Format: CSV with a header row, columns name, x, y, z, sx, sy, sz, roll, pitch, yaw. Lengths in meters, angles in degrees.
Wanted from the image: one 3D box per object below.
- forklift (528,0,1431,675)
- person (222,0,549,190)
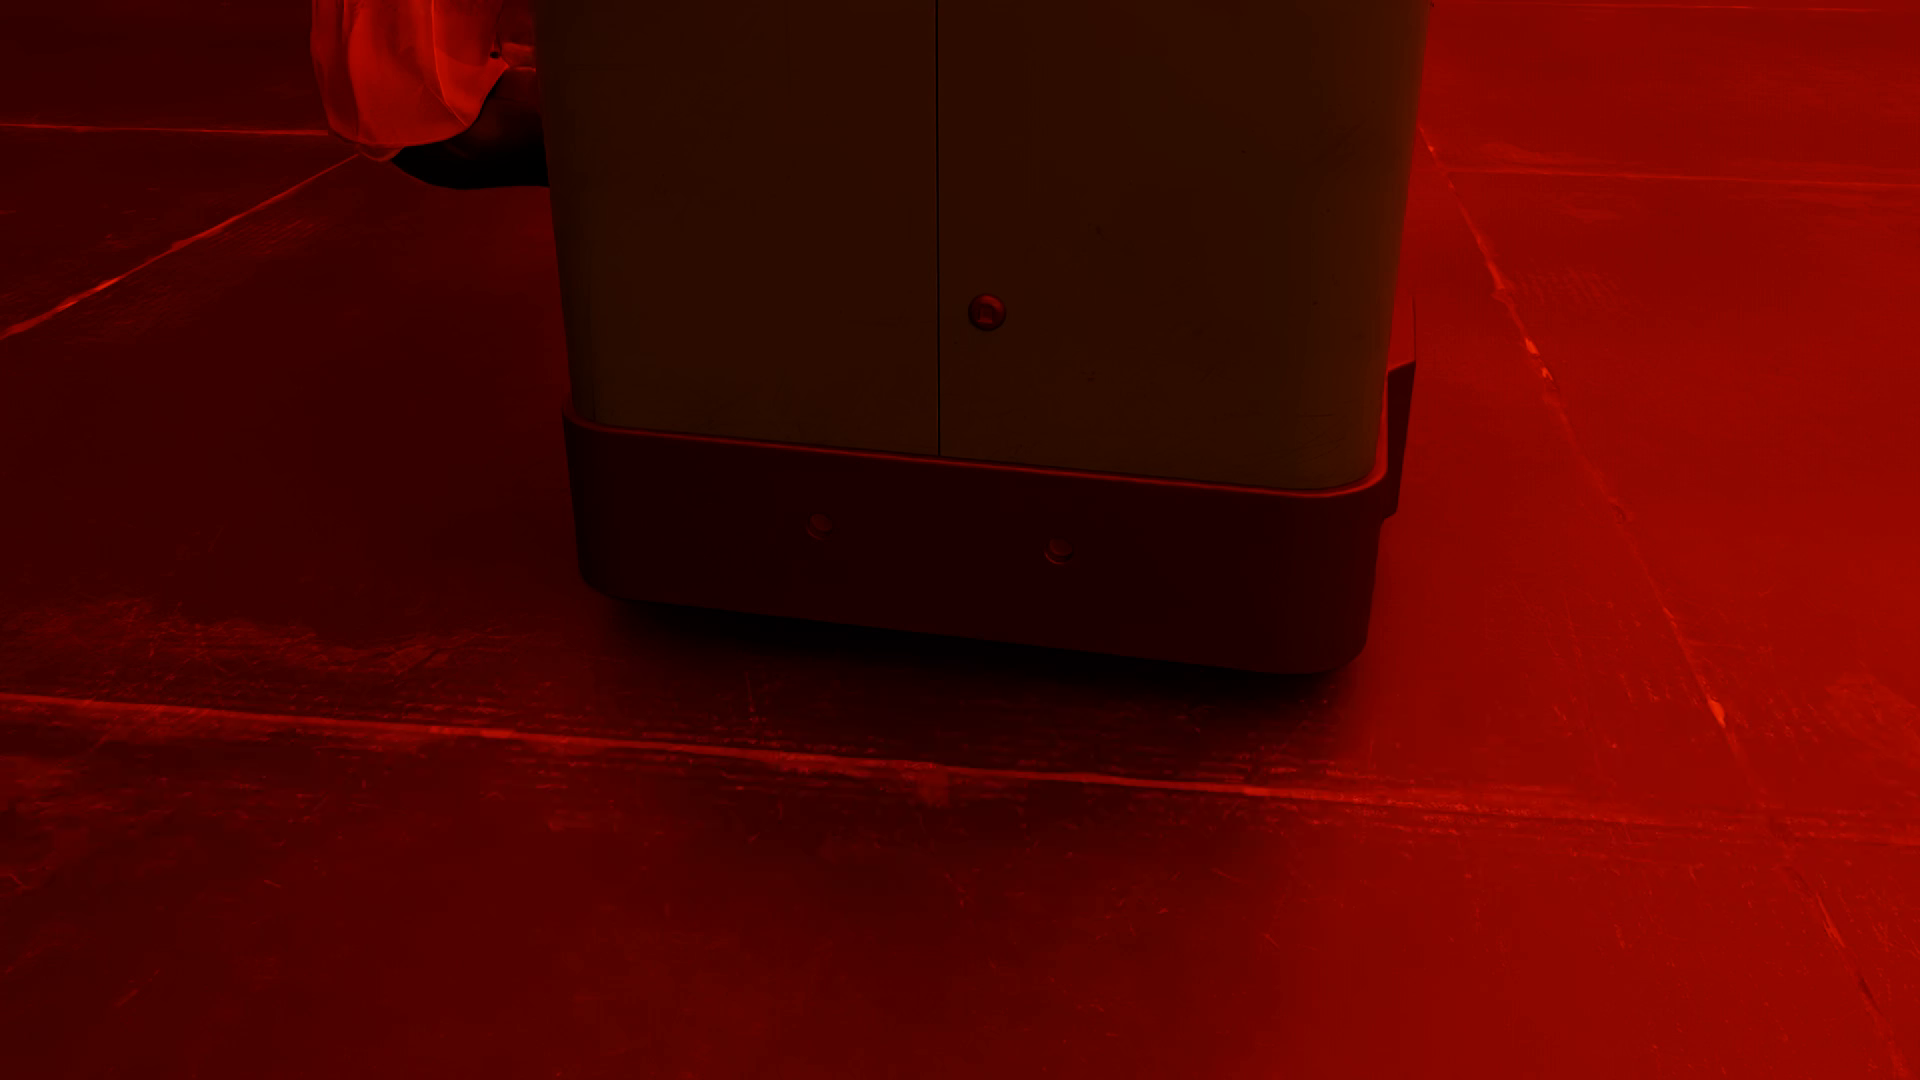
name,x,y,z,sx,sy,sz,roll,pitch,yaw
forklift,0.314,-1.785,2.795,1.130,2.935,3.031,6,27,12
person,-0.637,-0.786,2.687,0.843,1.326,0.916,-18,31,-31
